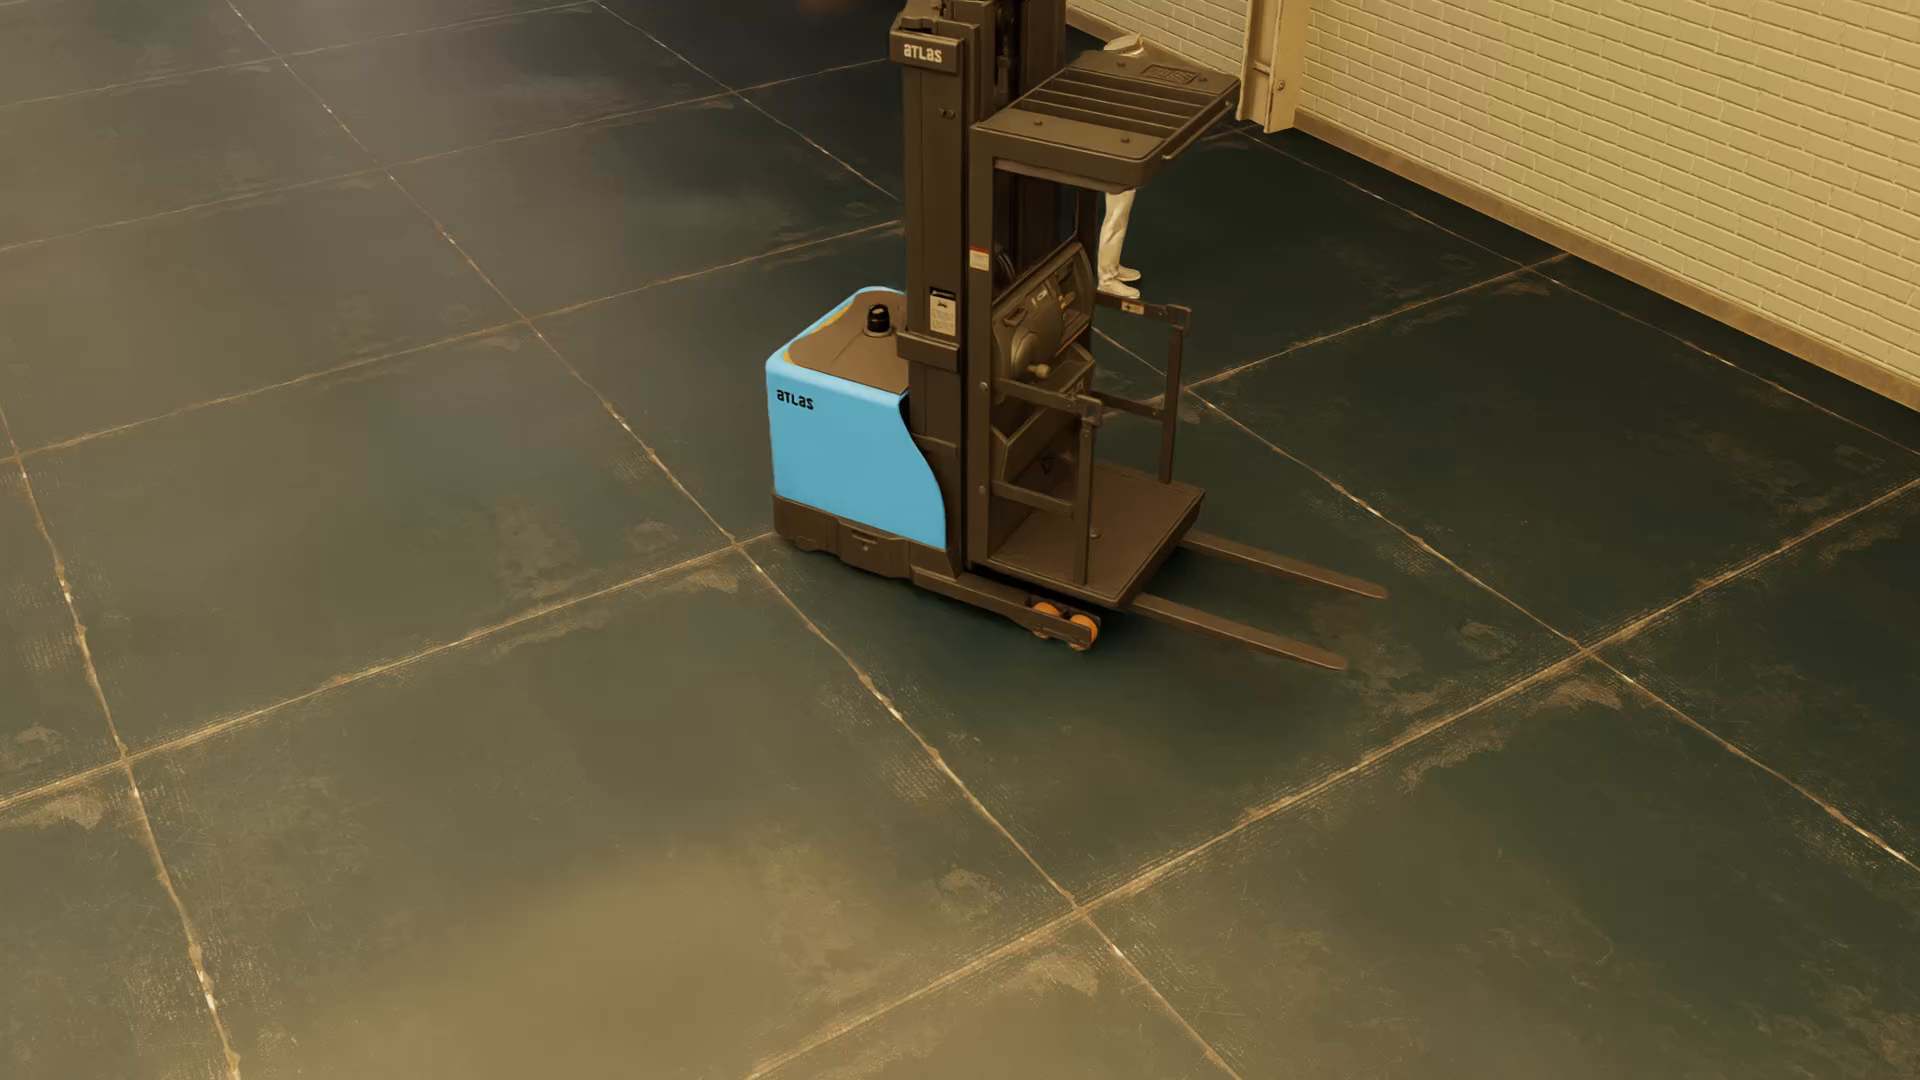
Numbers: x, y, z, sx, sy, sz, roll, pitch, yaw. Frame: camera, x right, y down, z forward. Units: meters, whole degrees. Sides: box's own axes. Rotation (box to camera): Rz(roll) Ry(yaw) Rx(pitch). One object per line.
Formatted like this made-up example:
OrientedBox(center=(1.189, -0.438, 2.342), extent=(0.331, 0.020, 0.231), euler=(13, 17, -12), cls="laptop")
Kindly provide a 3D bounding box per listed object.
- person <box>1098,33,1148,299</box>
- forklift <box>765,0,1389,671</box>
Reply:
OrientedBox(center=(1.051, -2.402, 10.649), extent=(0.339, 1.692, 0.463), euler=(6, 35, 8), cls="person")
OrientedBox(center=(0.570, -1.025, 7.606), extent=(3.031, 2.935, 1.130), euler=(18, 39, 24), cls="forklift")
